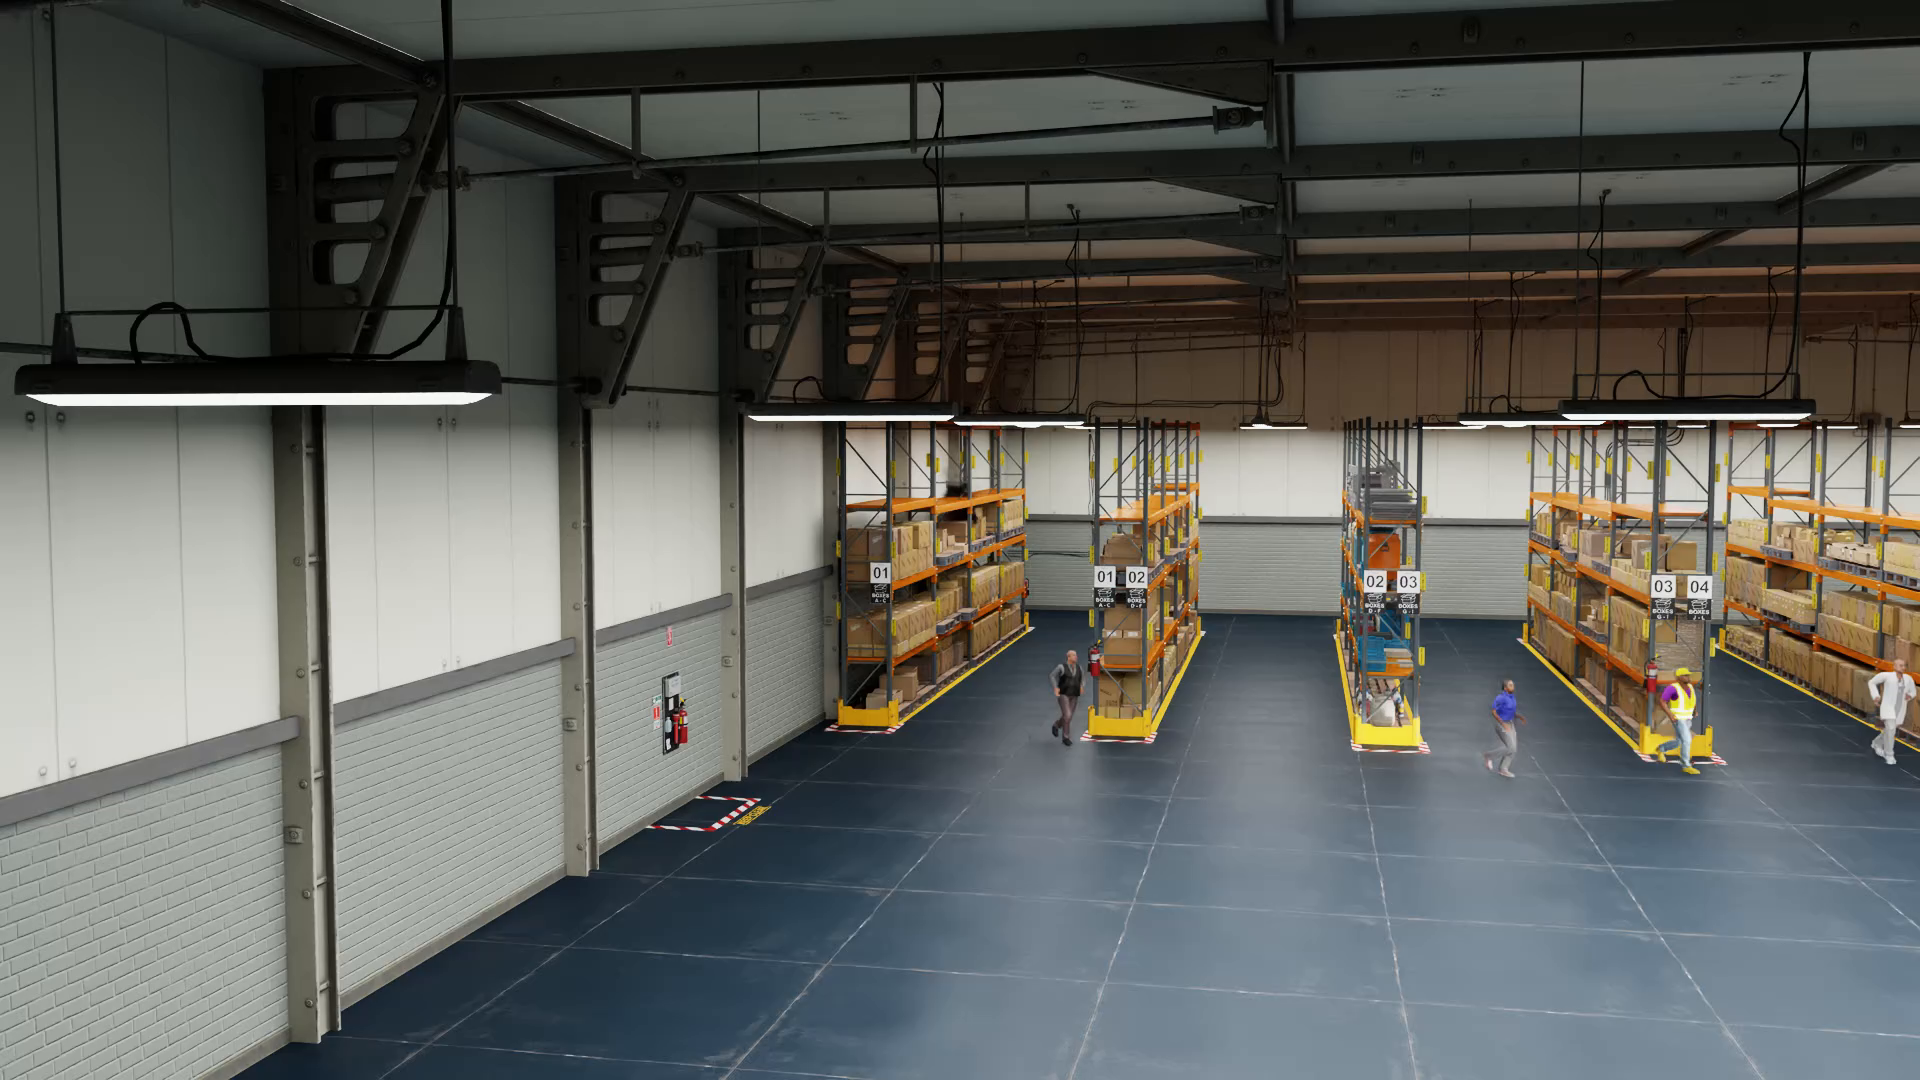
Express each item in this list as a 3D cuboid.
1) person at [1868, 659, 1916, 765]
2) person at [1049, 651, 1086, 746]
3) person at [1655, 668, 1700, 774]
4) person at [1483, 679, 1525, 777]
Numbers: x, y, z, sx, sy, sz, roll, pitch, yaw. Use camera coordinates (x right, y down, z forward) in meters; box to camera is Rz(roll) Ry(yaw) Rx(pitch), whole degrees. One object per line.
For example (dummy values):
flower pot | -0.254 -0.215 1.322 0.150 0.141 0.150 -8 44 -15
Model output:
person | 16.273 2.990 29.007 0.720 1.829 0.911 0 4 -1
person | 2.008 2.891 30.711 0.685 1.706 0.784 -2 4 -28
person | 12.143 3.011 28.052 0.699 1.750 0.895 -2 4 -28
person | 9.096 3.124 27.737 0.597 1.628 0.572 3 5 43
